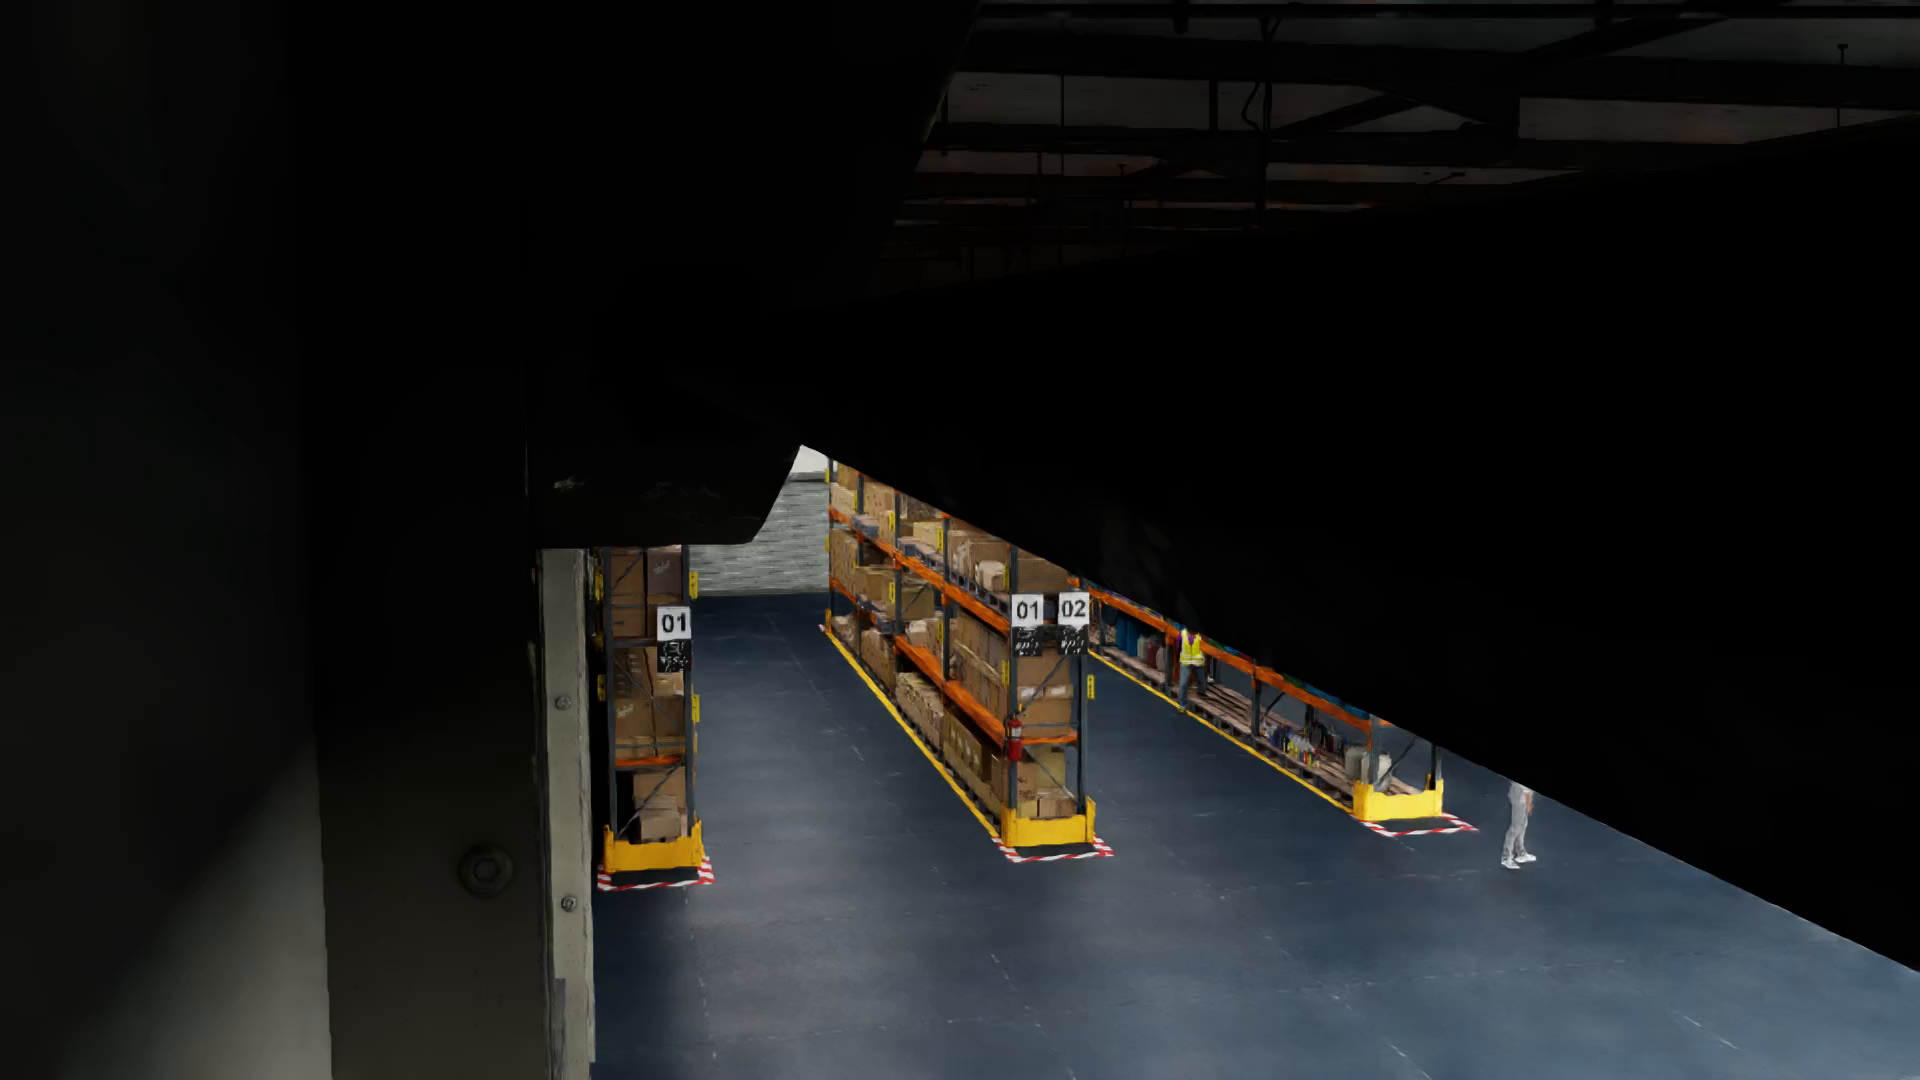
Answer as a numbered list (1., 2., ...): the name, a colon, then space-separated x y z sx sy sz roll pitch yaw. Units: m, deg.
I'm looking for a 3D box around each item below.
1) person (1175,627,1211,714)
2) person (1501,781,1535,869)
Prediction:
1. person: 3.989 2.106 28.522 0.618 1.718 0.979 1 7 11
2. person: 6.793 3.155 20.113 0.434 1.598 0.529 1 7 11
